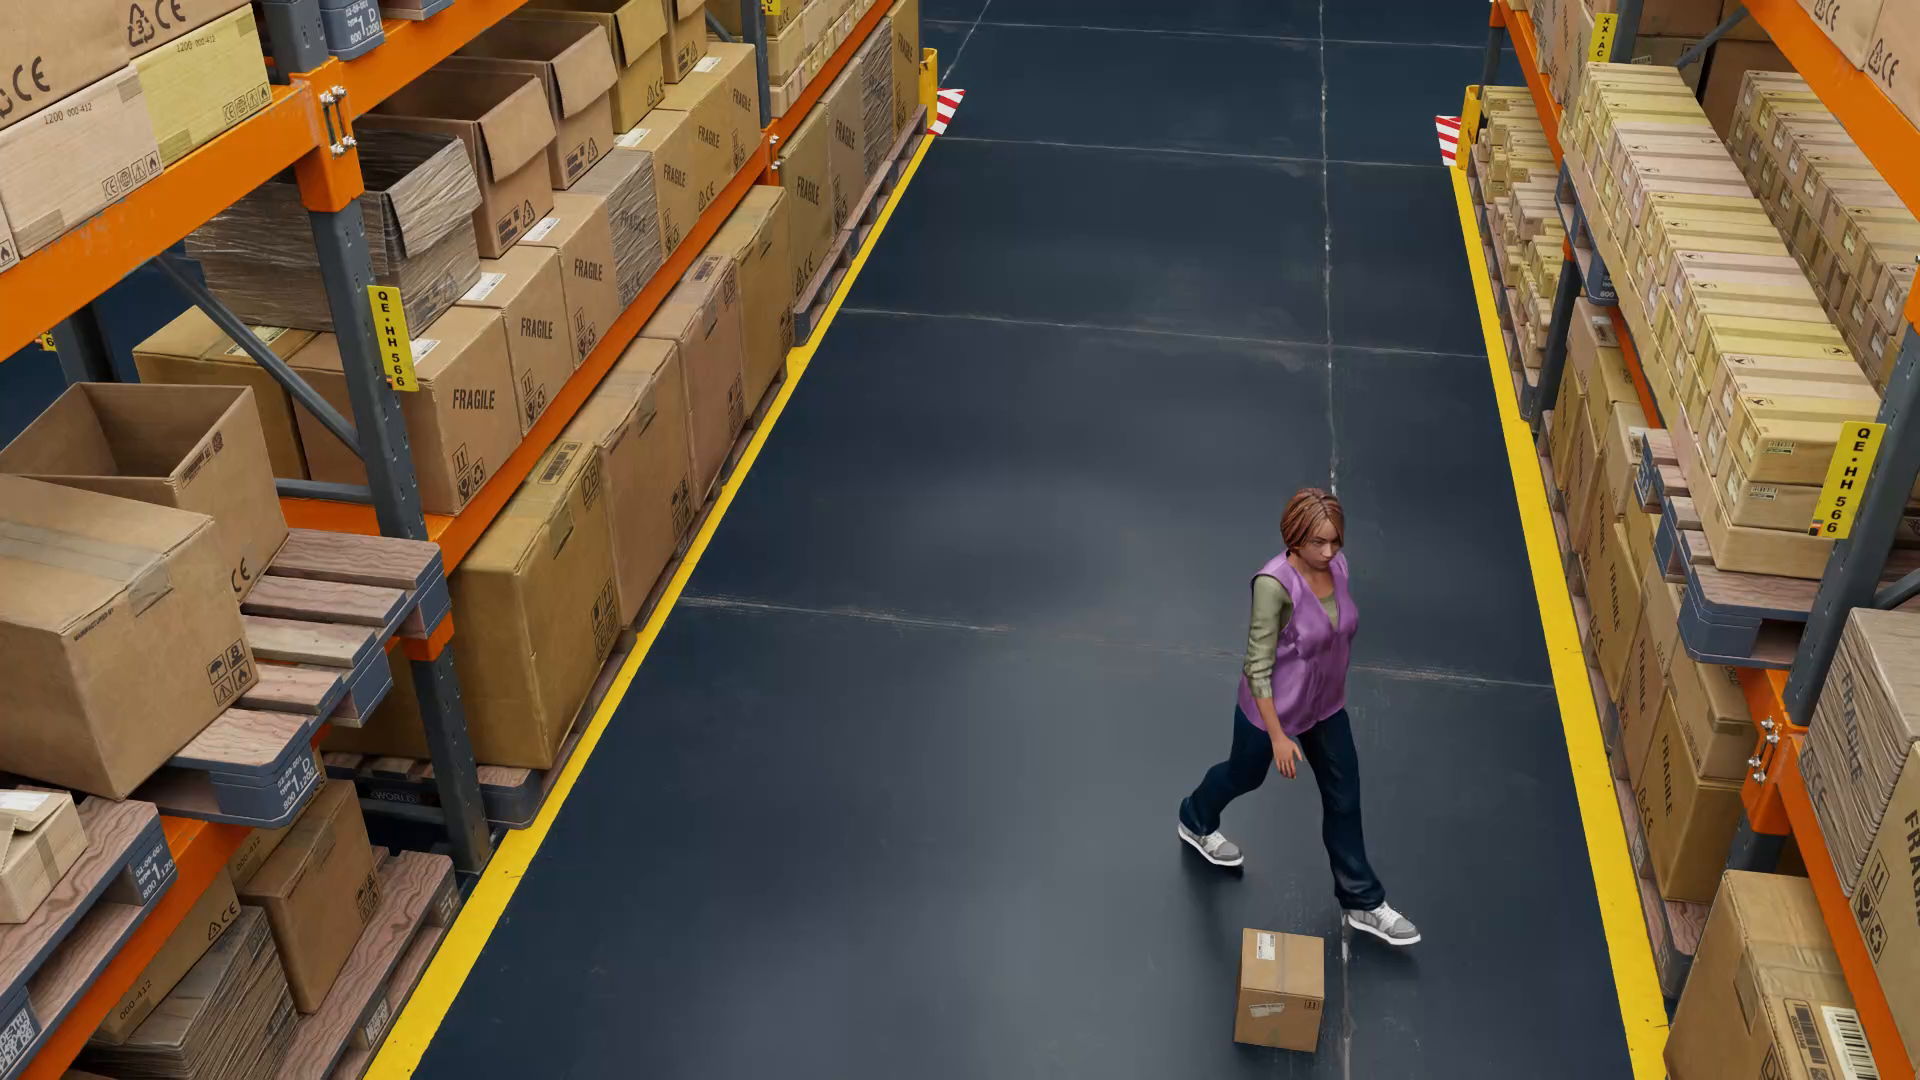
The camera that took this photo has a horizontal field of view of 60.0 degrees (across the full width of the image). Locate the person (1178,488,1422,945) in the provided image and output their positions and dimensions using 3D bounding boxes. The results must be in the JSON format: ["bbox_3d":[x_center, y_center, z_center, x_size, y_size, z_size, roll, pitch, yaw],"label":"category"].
[{"bbox_3d":[1.113,0.571,5.279,0.446,1.550,0.922,-19,37,-27],"label":"person"}]
